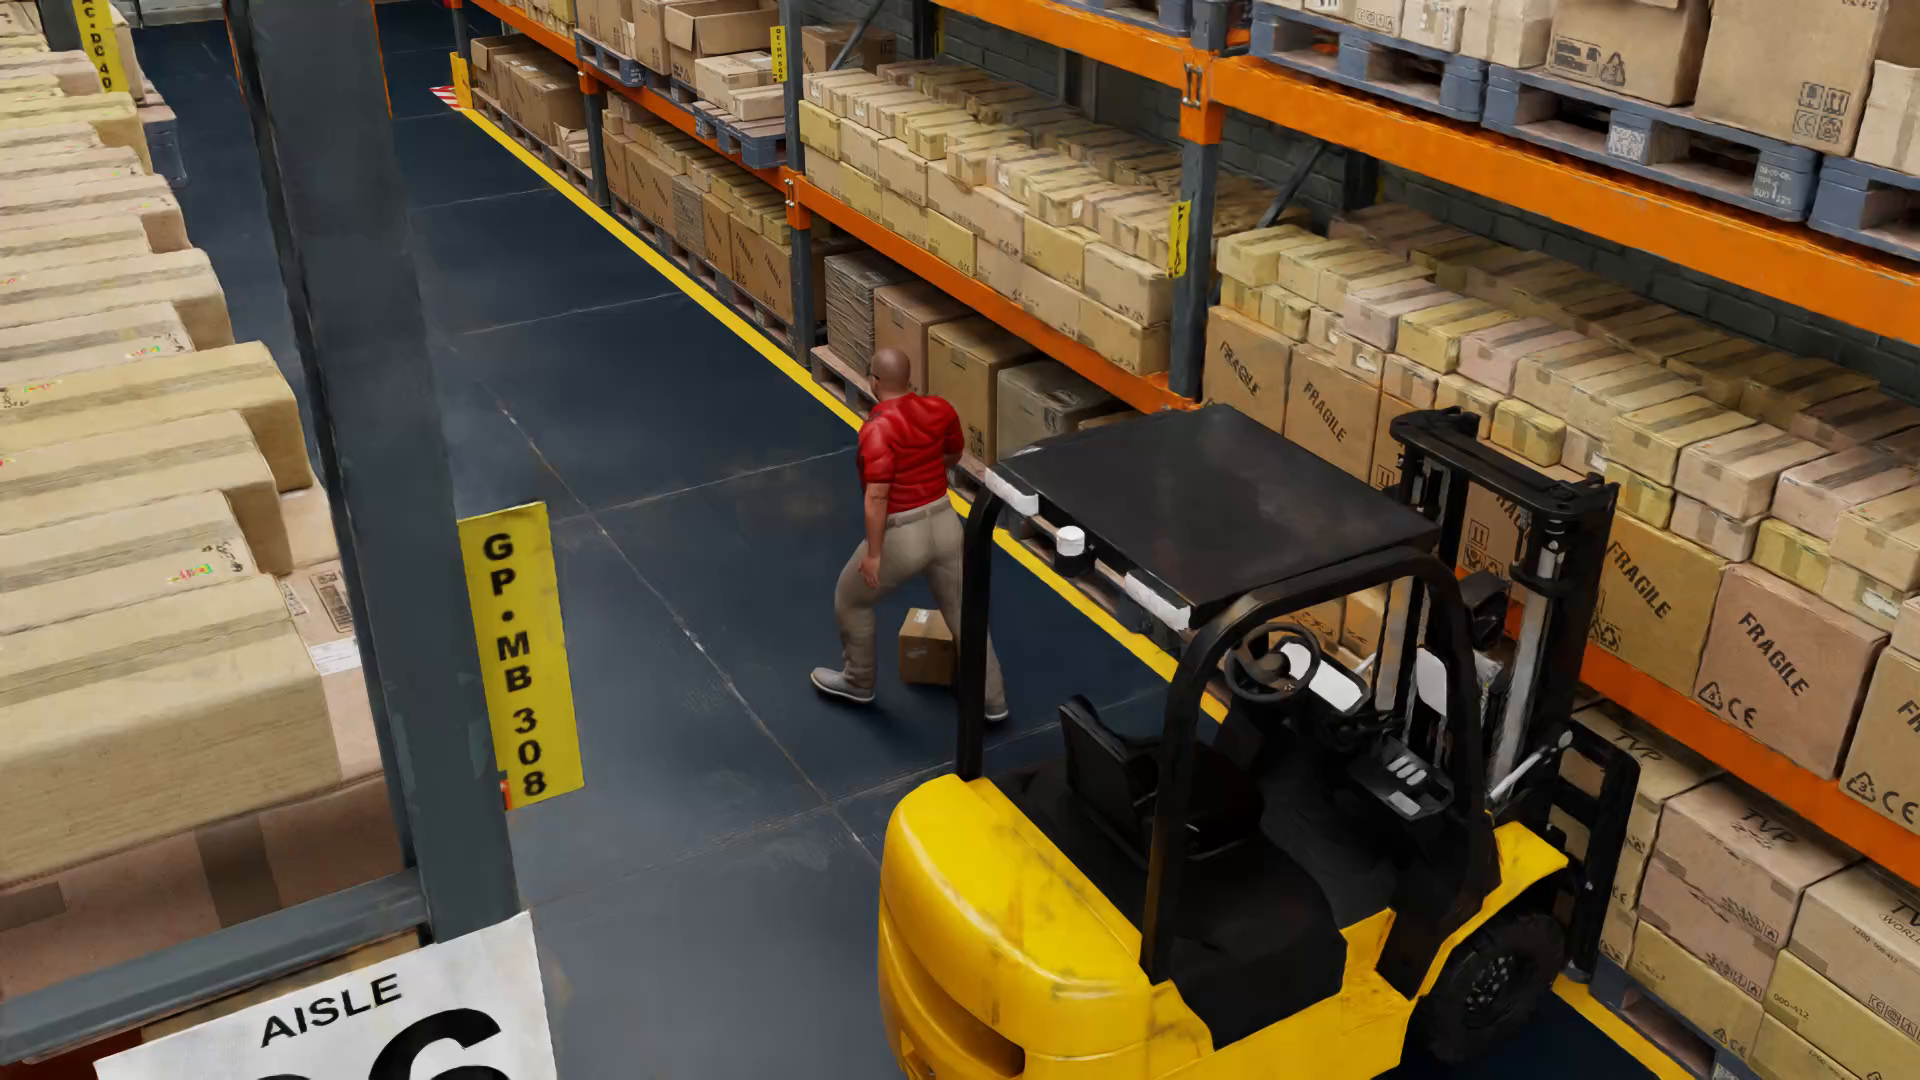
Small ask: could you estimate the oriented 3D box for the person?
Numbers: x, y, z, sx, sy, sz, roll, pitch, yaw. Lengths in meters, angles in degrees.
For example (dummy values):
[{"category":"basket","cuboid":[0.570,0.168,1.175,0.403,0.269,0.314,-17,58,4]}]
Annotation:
[{"category":"person","cuboid":[-0.193,-0.004,7.173,0.680,1.660,0.861,-21,35,-32]}]
